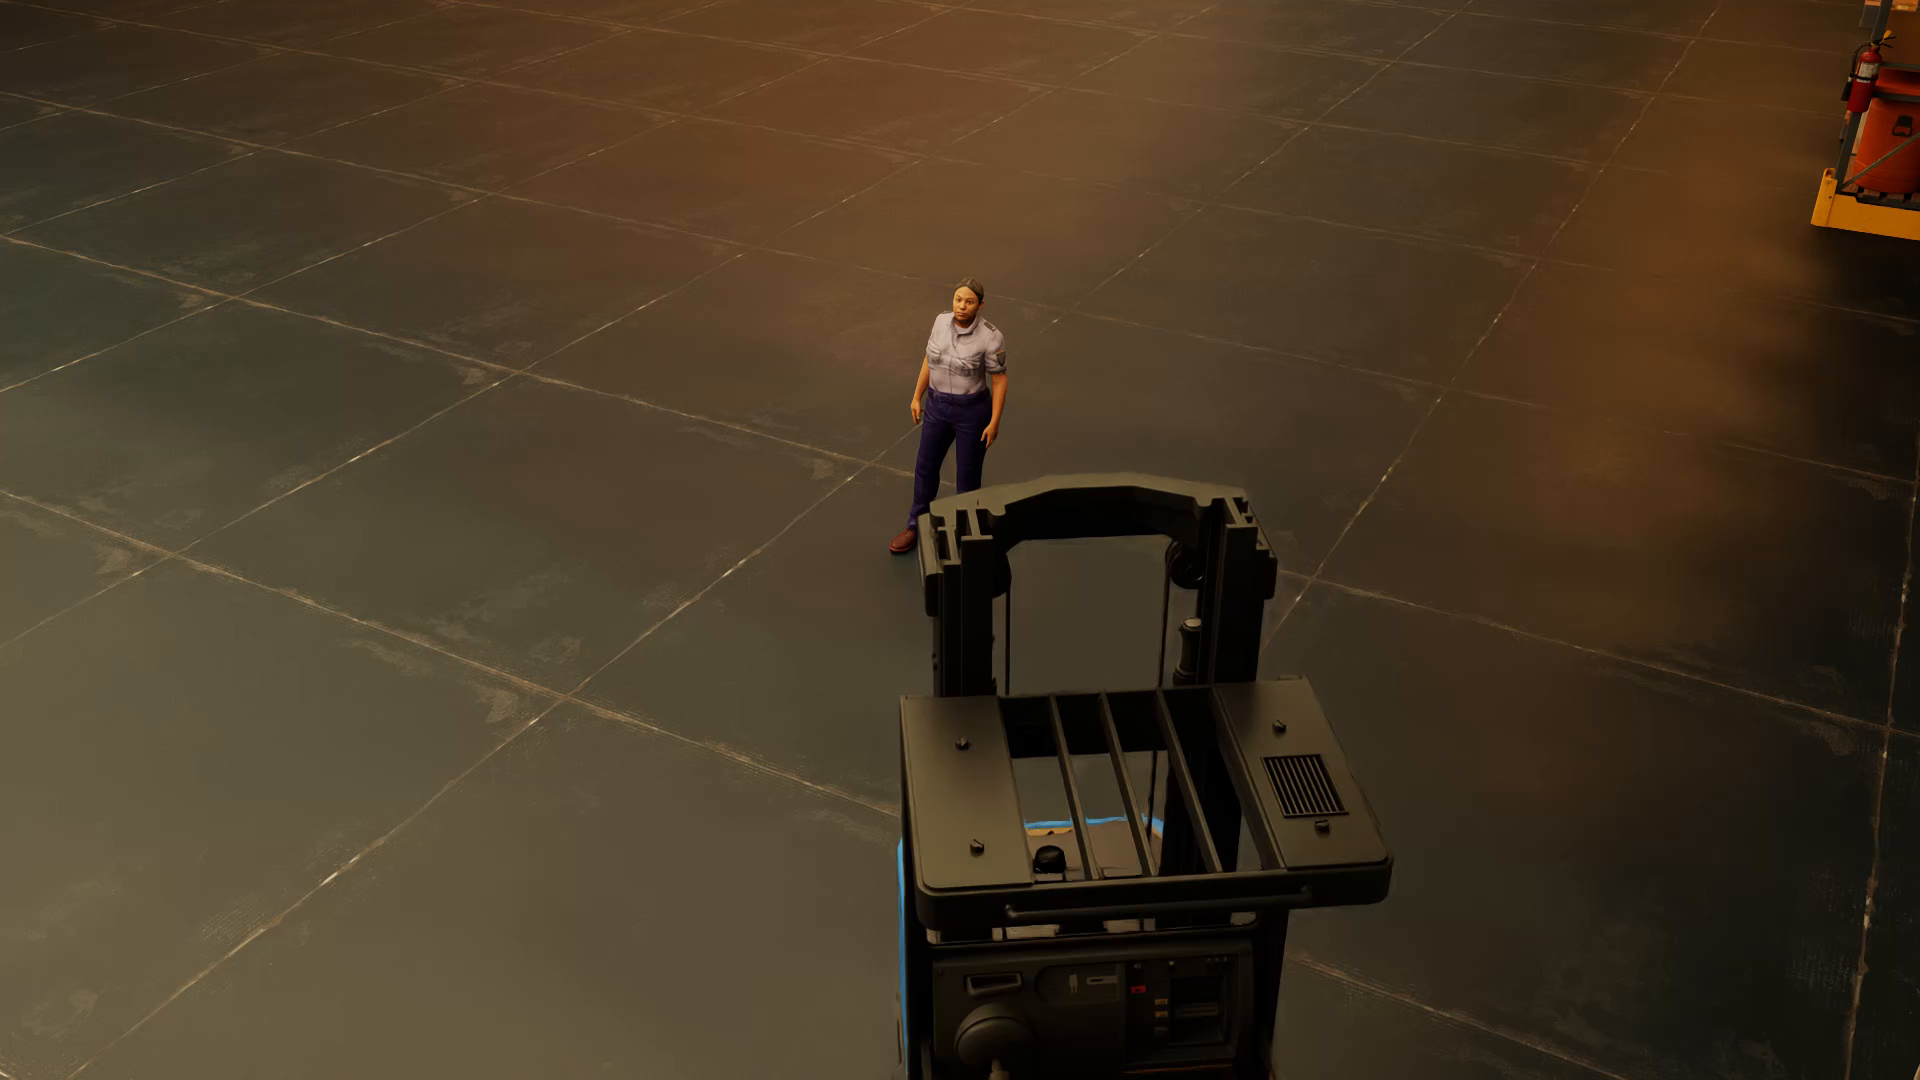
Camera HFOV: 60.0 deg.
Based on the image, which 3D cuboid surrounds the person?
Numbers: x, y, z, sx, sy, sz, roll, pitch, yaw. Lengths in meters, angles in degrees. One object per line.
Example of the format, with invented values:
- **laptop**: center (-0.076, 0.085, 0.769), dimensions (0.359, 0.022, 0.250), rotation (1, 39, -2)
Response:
- **person**: center (-0.064, -0.686, 9.529), dimensions (0.598, 1.651, 0.502), rotation (15, 33, 25)

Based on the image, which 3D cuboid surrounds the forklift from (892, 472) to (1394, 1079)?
- **forklift**: center (0.408, 1.419, 4.611), dimensions (1.130, 2.935, 3.031), rotation (-3, 30, -4)
